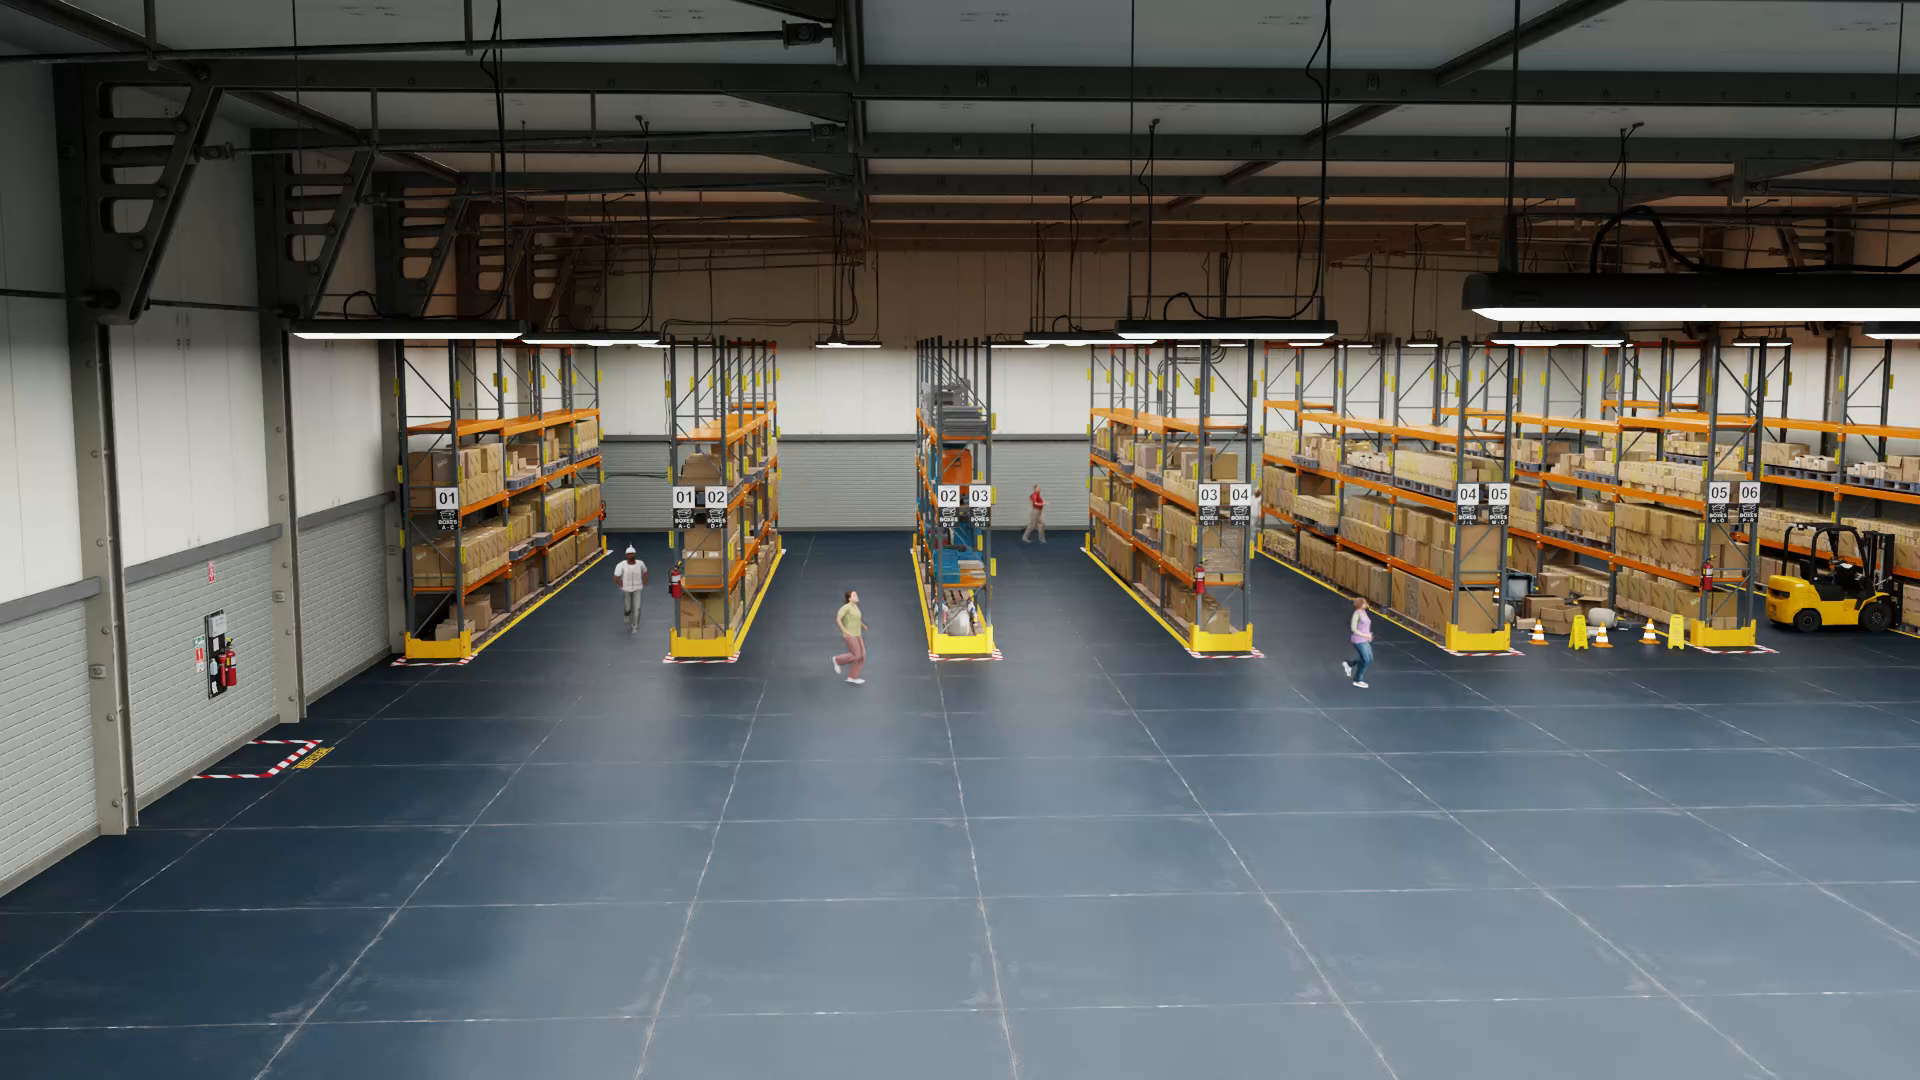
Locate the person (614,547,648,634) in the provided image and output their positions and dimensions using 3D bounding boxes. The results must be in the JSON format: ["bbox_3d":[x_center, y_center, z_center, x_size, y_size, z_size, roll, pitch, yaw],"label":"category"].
[{"bbox_3d":[-6.683,1.011,33.889,0.707,1.745,0.877,-2,7,-18],"label":"person"}]

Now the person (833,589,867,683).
[{"bbox_3d":[-1.904,1.661,28.791,0.563,1.626,0.616,3,7,28],"label":"person"}]

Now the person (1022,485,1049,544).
[{"bbox_3d":[2.247,-0.745,49.464,0.811,1.806,0.678,2,7,16],"label":"person"}]

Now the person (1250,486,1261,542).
[{"bbox_3d":[8.743,-0.717,49.083,0.815,1.740,0.680,-3,7,-28],"label":"person"}]

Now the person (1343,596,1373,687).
[{"bbox_3d":[6.811,1.738,28.431,0.549,1.560,0.541,4,7,30],"label":"person"}]
